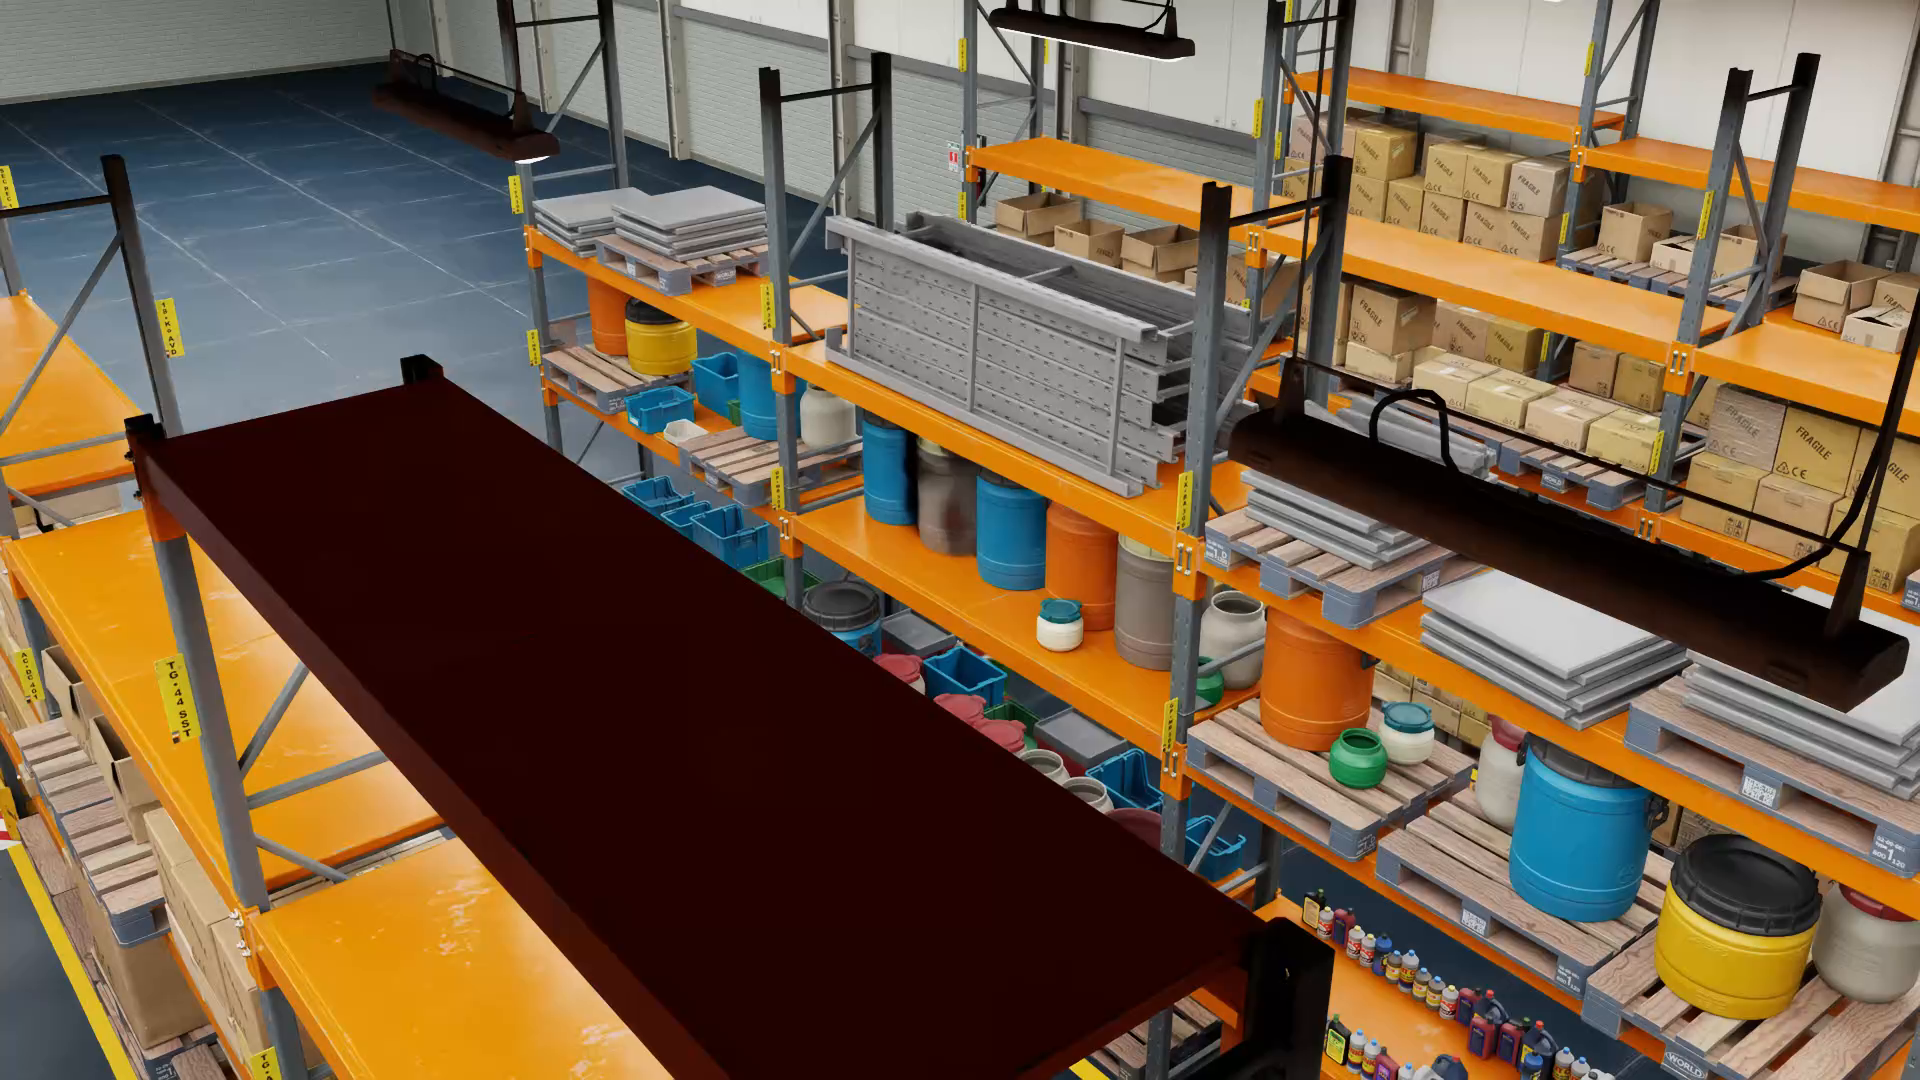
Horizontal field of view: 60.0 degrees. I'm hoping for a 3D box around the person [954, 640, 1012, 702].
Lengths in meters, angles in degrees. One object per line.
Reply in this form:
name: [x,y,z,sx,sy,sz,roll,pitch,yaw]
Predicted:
person: [0.239,0.972,14.229,0.664,1.766,0.969,-17,31,-31]
